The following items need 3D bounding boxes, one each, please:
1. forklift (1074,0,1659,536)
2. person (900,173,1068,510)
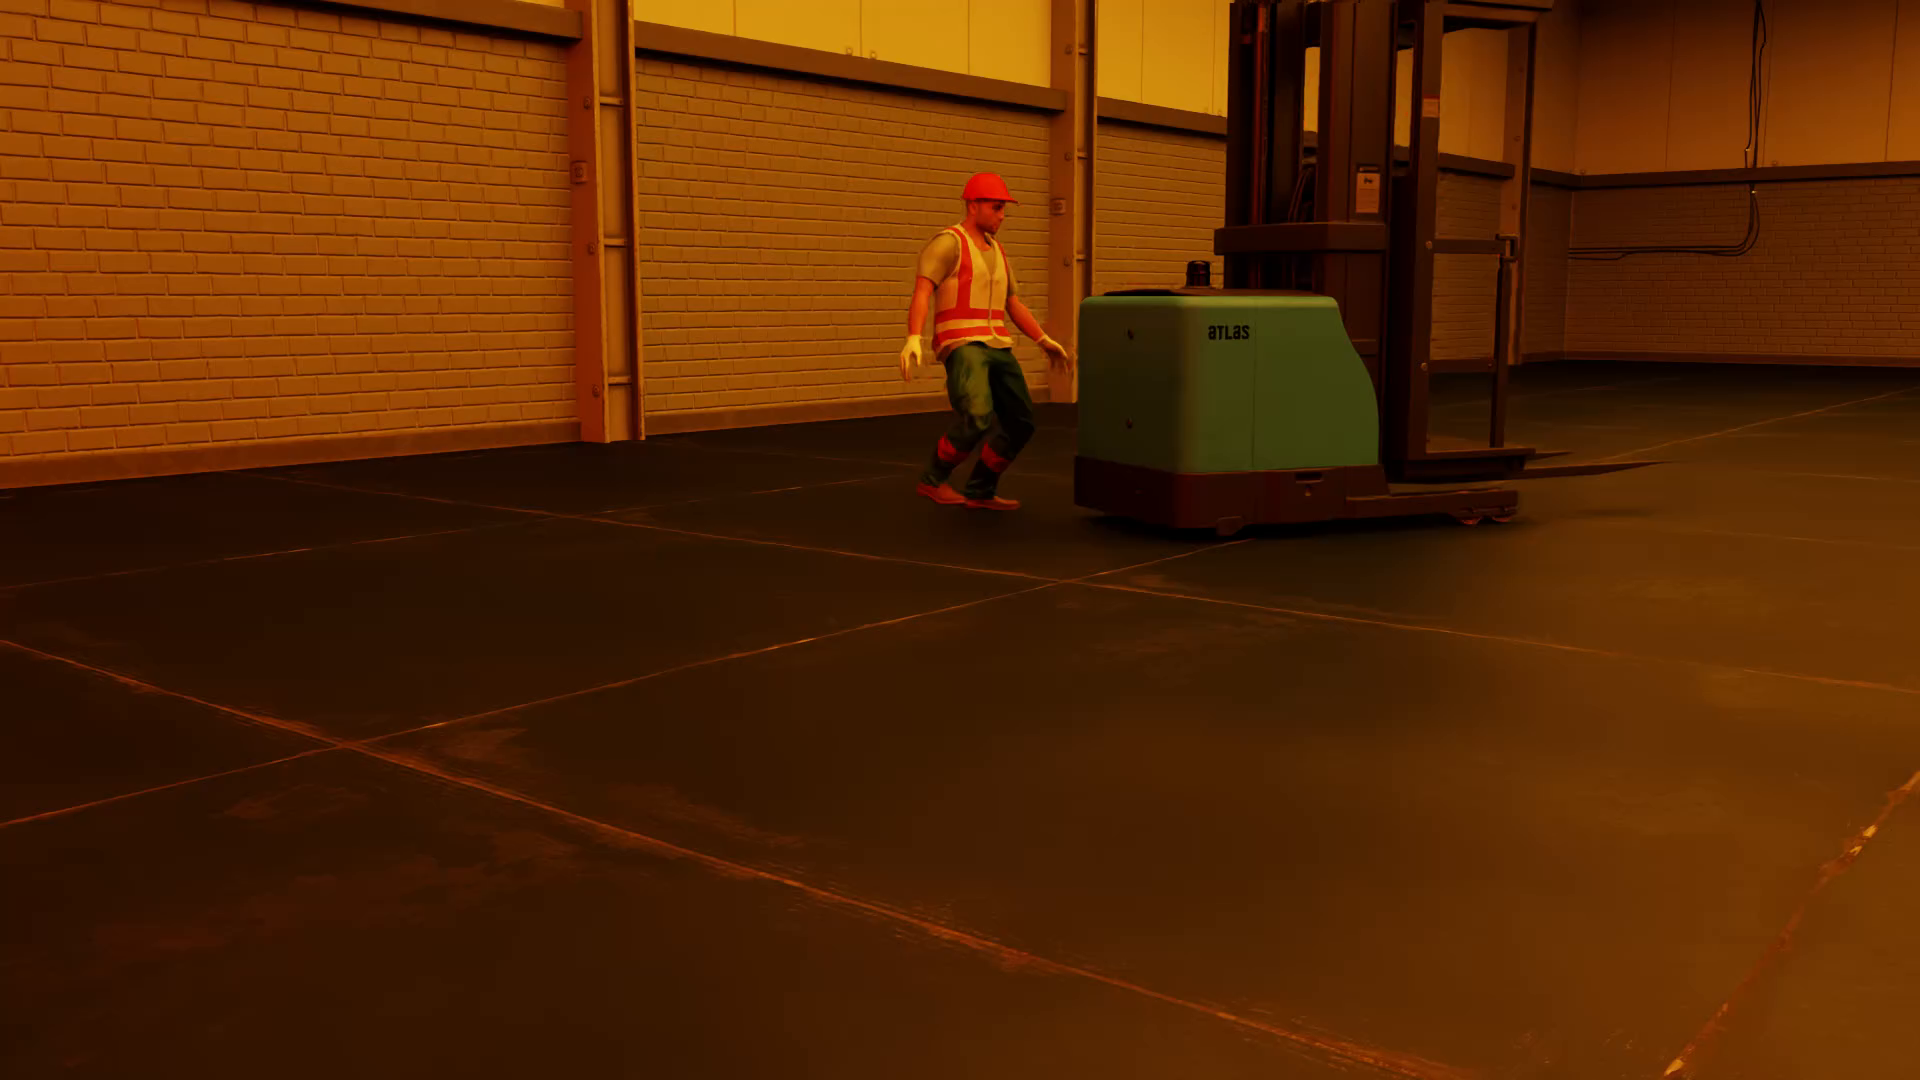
[{"bbox_3d":[2.114,-1.585,8.114,3.031,2.935,1.130,-4,9,-25],"label":"forklift"},{"bbox_3d":[0.098,-0.927,8.047,0.600,1.669,0.968,8,12,44],"label":"person"}]
